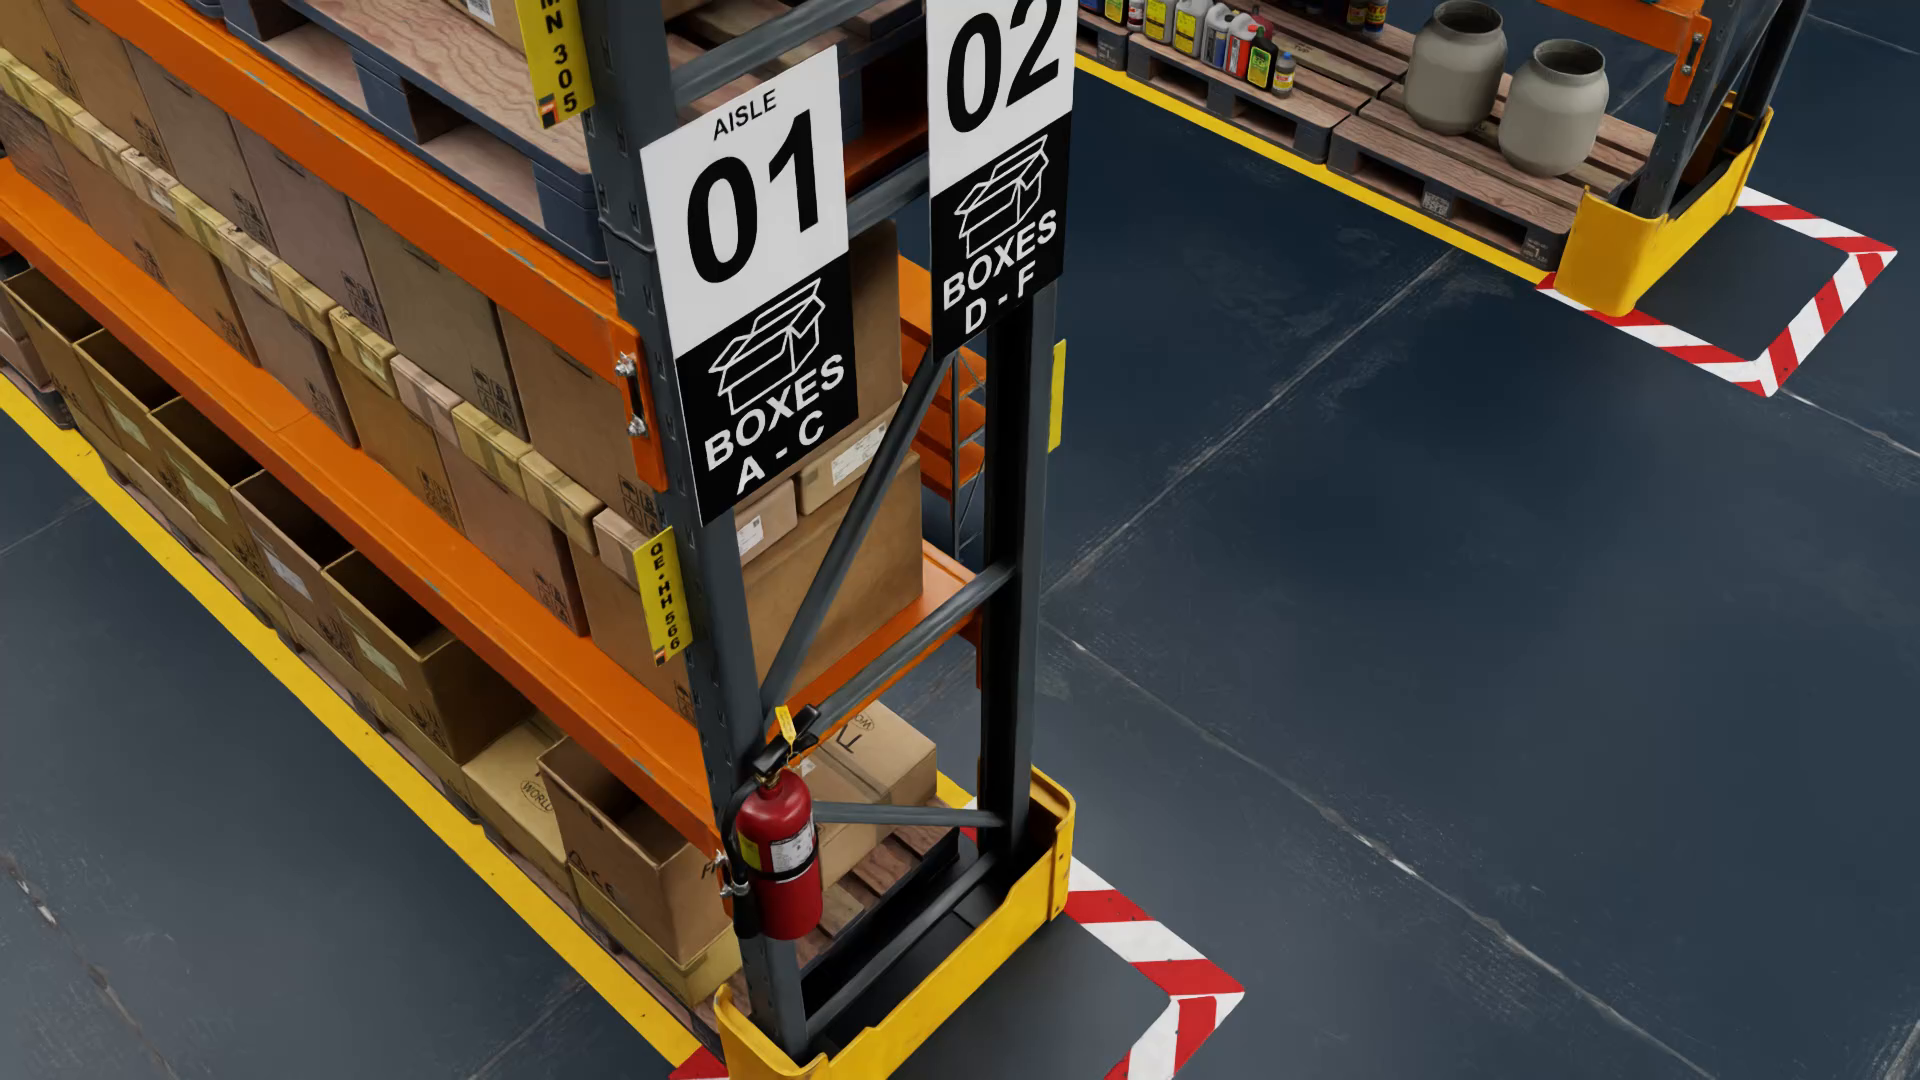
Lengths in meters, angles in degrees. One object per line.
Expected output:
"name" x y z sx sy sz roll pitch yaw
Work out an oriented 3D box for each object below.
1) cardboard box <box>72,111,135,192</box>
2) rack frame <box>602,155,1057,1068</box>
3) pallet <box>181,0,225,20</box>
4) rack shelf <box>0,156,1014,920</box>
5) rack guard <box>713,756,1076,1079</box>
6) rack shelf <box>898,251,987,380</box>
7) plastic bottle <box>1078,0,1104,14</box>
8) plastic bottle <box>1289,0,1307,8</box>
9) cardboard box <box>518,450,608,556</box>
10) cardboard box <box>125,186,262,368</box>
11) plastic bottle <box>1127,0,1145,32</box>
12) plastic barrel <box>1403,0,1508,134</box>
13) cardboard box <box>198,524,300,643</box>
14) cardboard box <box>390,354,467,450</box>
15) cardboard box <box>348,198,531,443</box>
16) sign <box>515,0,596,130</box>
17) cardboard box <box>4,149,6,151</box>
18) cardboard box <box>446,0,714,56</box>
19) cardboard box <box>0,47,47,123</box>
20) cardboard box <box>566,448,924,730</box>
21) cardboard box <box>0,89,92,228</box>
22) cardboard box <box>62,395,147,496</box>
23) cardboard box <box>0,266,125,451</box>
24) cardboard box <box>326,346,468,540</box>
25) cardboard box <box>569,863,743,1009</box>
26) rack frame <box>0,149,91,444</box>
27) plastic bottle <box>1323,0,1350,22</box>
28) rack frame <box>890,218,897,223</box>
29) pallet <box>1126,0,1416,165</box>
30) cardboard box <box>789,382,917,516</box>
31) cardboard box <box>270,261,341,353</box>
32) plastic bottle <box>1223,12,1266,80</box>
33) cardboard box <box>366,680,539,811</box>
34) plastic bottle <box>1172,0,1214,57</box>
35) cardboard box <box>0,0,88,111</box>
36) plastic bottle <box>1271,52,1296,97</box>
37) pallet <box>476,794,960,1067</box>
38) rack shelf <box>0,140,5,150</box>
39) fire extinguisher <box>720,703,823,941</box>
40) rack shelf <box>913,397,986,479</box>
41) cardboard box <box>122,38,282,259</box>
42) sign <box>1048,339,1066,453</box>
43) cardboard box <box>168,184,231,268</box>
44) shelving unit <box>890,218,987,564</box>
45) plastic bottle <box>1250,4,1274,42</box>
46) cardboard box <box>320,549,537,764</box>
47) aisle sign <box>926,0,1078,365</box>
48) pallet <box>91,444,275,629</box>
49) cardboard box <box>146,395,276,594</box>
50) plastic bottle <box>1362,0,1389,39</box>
"cardboard box" -2.299 -1.191 4.797 0.250 0.149 0.380 32 55 27
"rack frame" -0.177 0.302 3.909 0.127 3.000 1.000 34 55 28
"pallet" -1.579 -1.661 3.755 1.213 0.211 1.003 34 55 28
"rack shelf" -1.646 -0.440 5.099 4.000 0.370 1.077 34 55 28
"rack guard" -0.159 1.170 4.809 0.348 0.500 1.175 34 55 28
"rack shelf" -0.122 -0.762 5.603 0.480 0.148 0.258 34 55 28
"plastic bottle" 0.697 -2.856 8.390 0.185 0.351 0.144 32 54 26
"plastic bottle" 1.739 -2.848 8.437 0.097 0.271 0.097 0 47 0
"cardboard box" -0.780 -0.169 3.838 0.250 0.149 0.380 35 56 28
"cardboard box" -2.028 -0.986 5.050 0.500 0.500 0.700 35 56 28
"plastic bottle" 0.889 -2.653 8.301 0.097 0.201 0.097 0 47 0
"plastic barrel" 2.282 -2.174 7.652 0.421 0.512 0.421 0 47 0
"cardboard box" -2.253 0.014 5.778 0.500 0.250 0.500 34 55 28
"cardboard box" -1.151 -0.421 4.075 0.250 0.149 0.380 35 56 28
"cardboard box" -0.940 -0.697 3.888 0.500 0.500 0.700 33 55 27
"sign" -0.555 -0.717 2.255 0.005 0.325 0.100 34 55 28
"cardboard box" -3.995 -1.371 6.693 0.500 0.311 0.500 35 56 29
"cardboard box" -0.596 -1.238 2.842 0.797 0.503 0.637 -34 56 -28
"cardboard box" -2.675 -1.444 5.035 0.250 0.149 0.380 33 55 27
"cardboard box" -0.511 0.030 4.095 0.500 0.500 0.700 34 55 28
"cardboard box" -2.786 -1.494 5.526 0.500 0.500 0.700 33 55 27
"cardboard box" -2.981 -0.486 6.247 0.500 0.250 0.500 34 55 28
"cardboard box" -2.988 -0.738 5.969 0.500 0.500 0.500 34 55 28
"cardboard box" -1.261 -0.475 4.570 0.500 0.500 0.700 34 56 28
"cardboard box" -0.771 0.993 4.858 0.500 0.250 0.500 34 55 28
"rack frame" -3.116 -1.675 5.766 0.127 3.000 1.000 34 55 28
"plastic bottle" 1.911 -2.755 8.341 0.133 0.283 0.061 35 56 28
"rack frame" -0.301 -0.613 6.003 0.015 1.200 0.240 34 55 28
"pallet" 1.612 -2.415 8.373 1.213 0.211 1.003 34 55 28
"cardboard box" -0.319 -0.263 3.926 0.250 0.149 0.380 34 55 27
"cardboard box" -1.539 -0.680 4.318 0.250 0.149 0.380 35 56 29
"plastic bottle" 1.372 -2.380 7.994 0.135 0.276 0.152 34 56 28
"cardboard box" -1.515 0.506 5.316 0.500 0.250 0.500 34 55 28
"plastic bottle" 1.146 -2.554 8.106 0.144 0.351 0.185 -36 56 -29
"cardboard box" -2.414 -1.689 4.819 0.500 0.500 0.700 34 55 28
"plastic bottle" 1.539 -2.215 7.890 0.097 0.201 0.097 0 47 0
"pallet" -0.767 0.901 5.259 1.213 0.211 1.003 34 55 28
"rack shelf" -4.586 -2.418 6.956 4.000 0.370 1.077 34 55 28
"fire extinguisher" -0.405 0.636 3.648 0.183 0.674 0.296 34 55 28
"rack shelf" -0.122 -0.446 5.938 0.480 0.148 0.258 34 55 28
"cardboard box" -1.679 -1.193 4.354 0.500 0.500 0.700 34 55 28
"sign" 0.204 -0.315 3.841 0.005 0.325 0.100 34 55 28
"cardboard box" -1.909 -0.931 4.553 0.250 0.149 0.380 34 55 27
"shelving unit" -0.122 -0.493 5.889 0.503 1.200 0.258 34 55 28
"plastic bottle" 1.444 -2.440 8.045 0.133 0.283 0.061 34 55 28
"cardboard box" -1.517 0.251 5.041 0.500 0.500 0.500 34 55 28
"aisle sign" 0.079 -0.719 3.084 0.004 0.787 0.394 34 55 28
"pallet" -2.560 -0.305 6.392 1.213 0.211 1.003 34 55 28
"cardboard box" -2.253 -0.243 5.505 0.500 0.500 0.500 34 55 28
"plastic bottle" 2.065 -2.630 8.231 0.097 0.271 0.097 0 47 0
